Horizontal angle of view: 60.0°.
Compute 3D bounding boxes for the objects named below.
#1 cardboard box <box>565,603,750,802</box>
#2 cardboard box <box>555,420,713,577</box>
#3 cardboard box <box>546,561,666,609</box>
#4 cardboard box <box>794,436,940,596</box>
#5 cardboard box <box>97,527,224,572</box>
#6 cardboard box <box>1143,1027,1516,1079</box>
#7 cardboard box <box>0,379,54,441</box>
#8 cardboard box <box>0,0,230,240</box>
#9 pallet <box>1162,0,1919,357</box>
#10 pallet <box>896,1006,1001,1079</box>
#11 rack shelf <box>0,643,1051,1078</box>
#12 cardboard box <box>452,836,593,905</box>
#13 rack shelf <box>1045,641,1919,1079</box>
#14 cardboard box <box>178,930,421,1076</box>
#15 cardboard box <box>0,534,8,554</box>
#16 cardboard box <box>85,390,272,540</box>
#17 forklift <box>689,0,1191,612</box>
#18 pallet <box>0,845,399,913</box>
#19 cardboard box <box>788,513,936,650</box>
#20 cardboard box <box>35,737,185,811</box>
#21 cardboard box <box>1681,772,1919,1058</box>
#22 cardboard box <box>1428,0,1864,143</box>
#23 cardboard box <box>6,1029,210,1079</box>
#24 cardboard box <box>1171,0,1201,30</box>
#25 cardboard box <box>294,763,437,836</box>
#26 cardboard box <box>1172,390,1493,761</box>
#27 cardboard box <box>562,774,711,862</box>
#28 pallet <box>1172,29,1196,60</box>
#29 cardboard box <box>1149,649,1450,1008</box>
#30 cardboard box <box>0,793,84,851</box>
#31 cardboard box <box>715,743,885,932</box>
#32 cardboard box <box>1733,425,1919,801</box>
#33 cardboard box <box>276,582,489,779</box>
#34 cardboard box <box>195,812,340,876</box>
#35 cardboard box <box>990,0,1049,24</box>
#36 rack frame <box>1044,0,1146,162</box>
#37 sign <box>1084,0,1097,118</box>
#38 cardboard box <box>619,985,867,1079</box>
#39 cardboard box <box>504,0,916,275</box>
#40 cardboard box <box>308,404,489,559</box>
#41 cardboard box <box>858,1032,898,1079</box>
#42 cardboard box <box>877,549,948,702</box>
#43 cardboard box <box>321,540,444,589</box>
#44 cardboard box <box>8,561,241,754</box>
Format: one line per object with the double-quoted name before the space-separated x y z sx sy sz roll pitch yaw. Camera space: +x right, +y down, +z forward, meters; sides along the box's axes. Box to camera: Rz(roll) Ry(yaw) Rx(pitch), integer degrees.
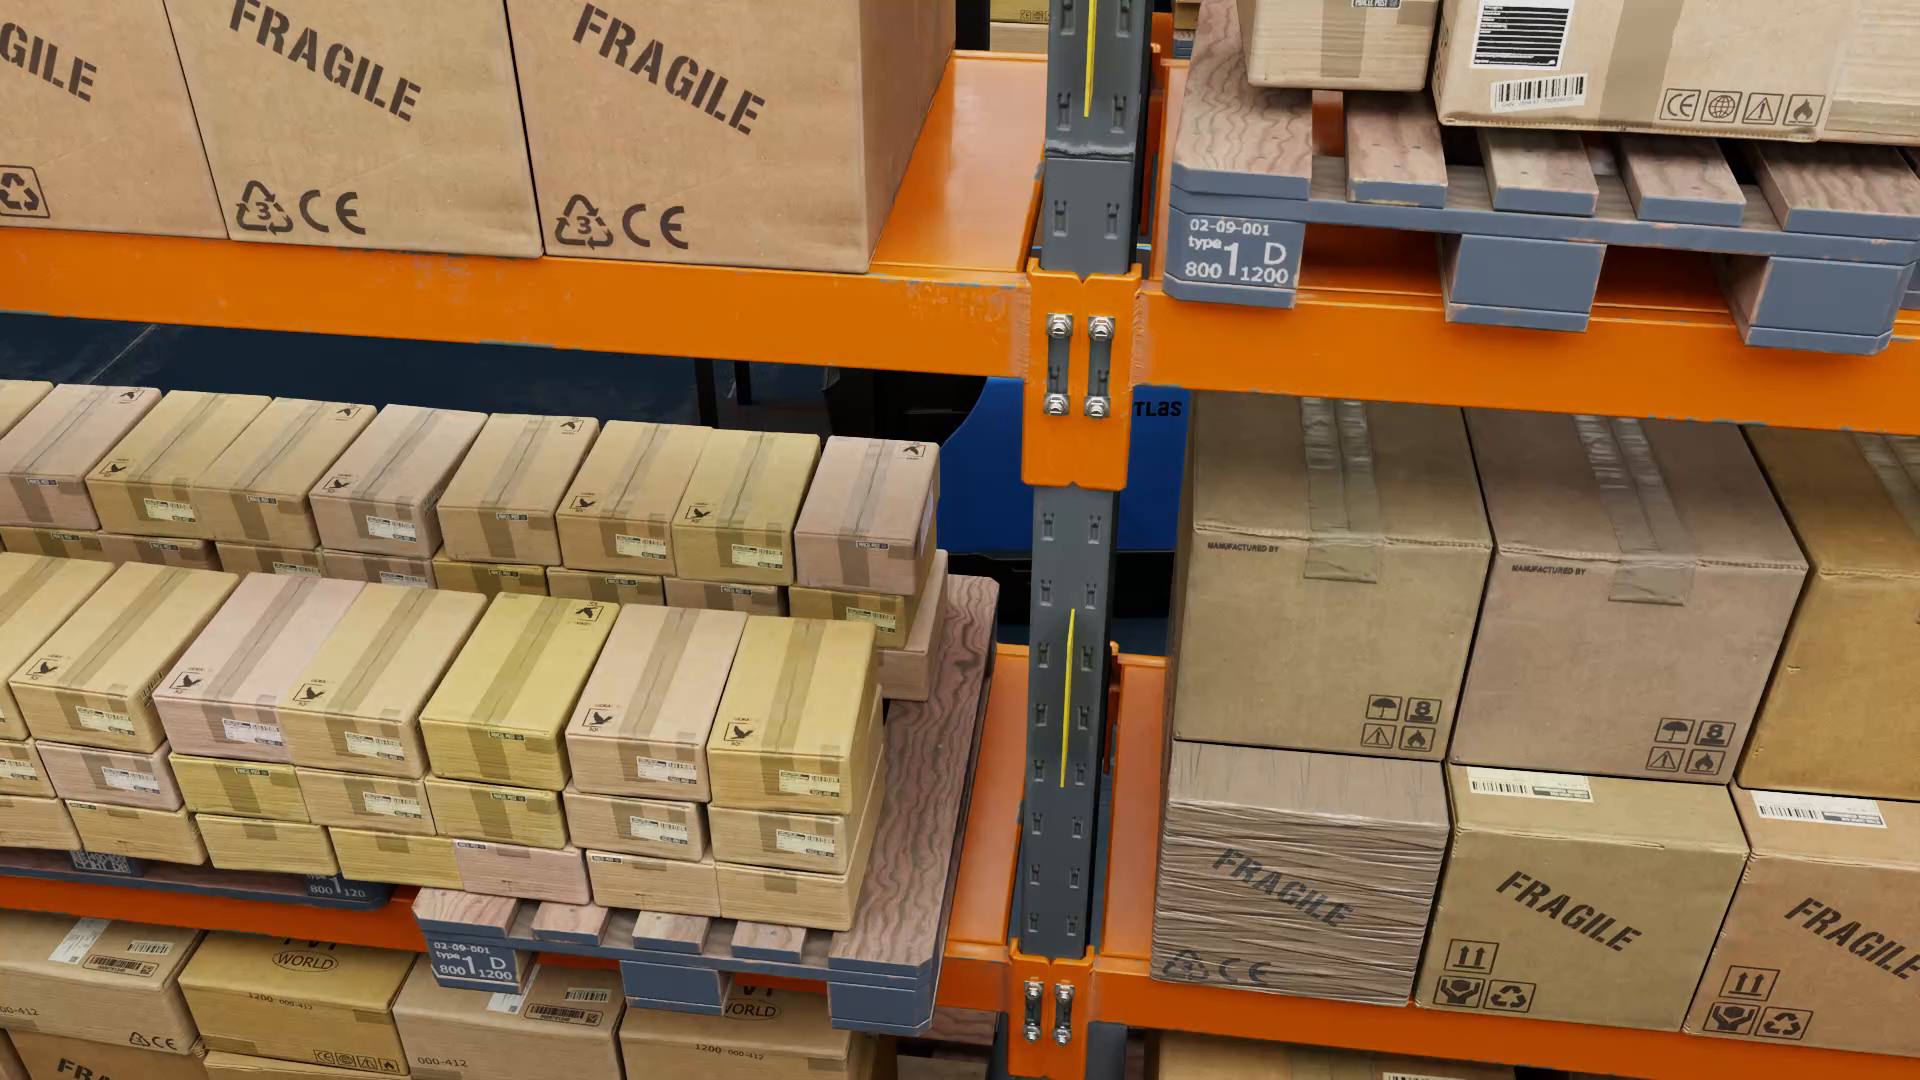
"cardboard box" -0.549 0.296 3.095 0.250 0.149 0.380 4 36 5
"cardboard box" -0.699 -0.097 3.646 0.250 0.149 0.380 4 36 6
"cardboard box" -0.744 0.021 3.737 0.250 0.149 0.380 3 36 4
"cardboard box" -0.194 -0.058 3.592 0.250 0.149 0.380 4 36 6
"cardboard box" -1.755 -0.054 3.843 0.250 0.149 0.380 6 36 8
"cardboard box" 0.837 1.241 4.004 0.750 0.750 1.050 4 36 5
"cardboard box" -2.273 -0.211 3.807 0.250 0.149 0.380 3 36 4
"cardboard box" -1.347 -0.827 2.659 0.500 0.500 0.500 4 36 6
"pallet" 0.890 -0.728 2.768 1.003 0.211 1.213 6 36 8
"pallet" -0.530 1.476 4.501 1.213 0.211 1.003 4 36 6
"rack shelf" -1.739 0.544 4.025 4.000 0.370 1.077 4 36 6
"cardboard box" -0.805 0.521 3.293 0.250 0.149 0.380 5 36 7
"rack shelf" 2.228 0.840 3.610 4.000 0.370 1.077 4 36 6
"cardboard box" -1.472 0.963 3.963 0.500 0.250 0.500 5 36 7
"cardboard box" -2.266 -0.094 3.899 0.250 0.149 0.380 3 36 4
"cardboard box" -1.740 -0.174 3.755 0.250 0.149 0.380 4 36 5
"forklift" -0.622 -1.186 5.889 3.031 2.935 1.130 -1 36 -1
"pallet" -1.724 0.354 3.836 1.213 0.211 1.003 4 36 6
"cardboard box" -0.209 0.058 3.685 0.250 0.149 0.380 6 36 8
"cardboard box" -1.583 0.341 3.289 0.250 0.149 0.380 5 36 7
"cardboard box" 1.660 0.621 3.212 0.500 0.500 0.500 4 36 6
"cardboard box" 0.934 -0.817 2.359 0.500 0.311 0.500 4 36 6
"cardboard box" -1.977 1.226 4.240 0.500 0.500 0.500 5 36 7
"cardboard box" 1.073 -2.398 7.383 0.250 0.149 0.380 2 36 3
"cardboard box" -1.078 0.380 3.235 0.250 0.149 0.380 4 36 6
"cardboard box" 0.689 -0.010 3.235 0.500 0.500 0.700 4 36 6
"cardboard box" -0.568 0.416 3.183 0.250 0.149 0.380 6 36 8
"pallet" 1.495 -2.391 7.683 1.003 0.211 1.213 4 36 6
"cardboard box" 0.655 0.547 3.315 0.500 0.500 0.500 5 36 6
"cardboard box" -1.845 0.443 3.402 0.250 0.149 0.380 3 36 4
"cardboard box" -0.303 0.559 3.240 0.250 0.149 0.380 5 36 7
"cardboard box" 1.699 0.064 3.132 0.500 0.500 0.700 4 36 5
"cardboard box" -1.074 0.259 3.147 0.250 0.149 0.380 5 36 7
"cardboard box" -1.318 0.481 3.349 0.250 0.149 0.380 3 36 4
"cardboard box" 0.262 -2.492 7.359 0.500 0.250 0.500 4 36 6
"rack frame" 0.245 -2.043 1.866 0.127 3.000 1.000 4 36 6
"sign" 0.173 -0.720 2.149 0.005 0.325 0.100 4 36 6
"cardboard box" -0.467 1.041 3.854 0.500 0.250 0.500 3 36 5
"cardboard box" -0.354 -0.758 2.562 0.500 0.500 0.500 4 36 6
"cardboard box" -1.230 -0.135 3.700 0.250 0.149 0.380 6 36 8
"cardboard box" -0.442 1.348 4.070 0.500 0.500 0.500 4 36 6
"cardboard box" -0.174 0.181 3.769 0.250 0.149 0.380 4 36 5
"cardboard box" -1.241 -0.016 3.789 0.250 0.149 0.380 4 36 6
"cardboard box" -1.582 0.219 3.203 0.250 0.149 0.380 6 36 8
